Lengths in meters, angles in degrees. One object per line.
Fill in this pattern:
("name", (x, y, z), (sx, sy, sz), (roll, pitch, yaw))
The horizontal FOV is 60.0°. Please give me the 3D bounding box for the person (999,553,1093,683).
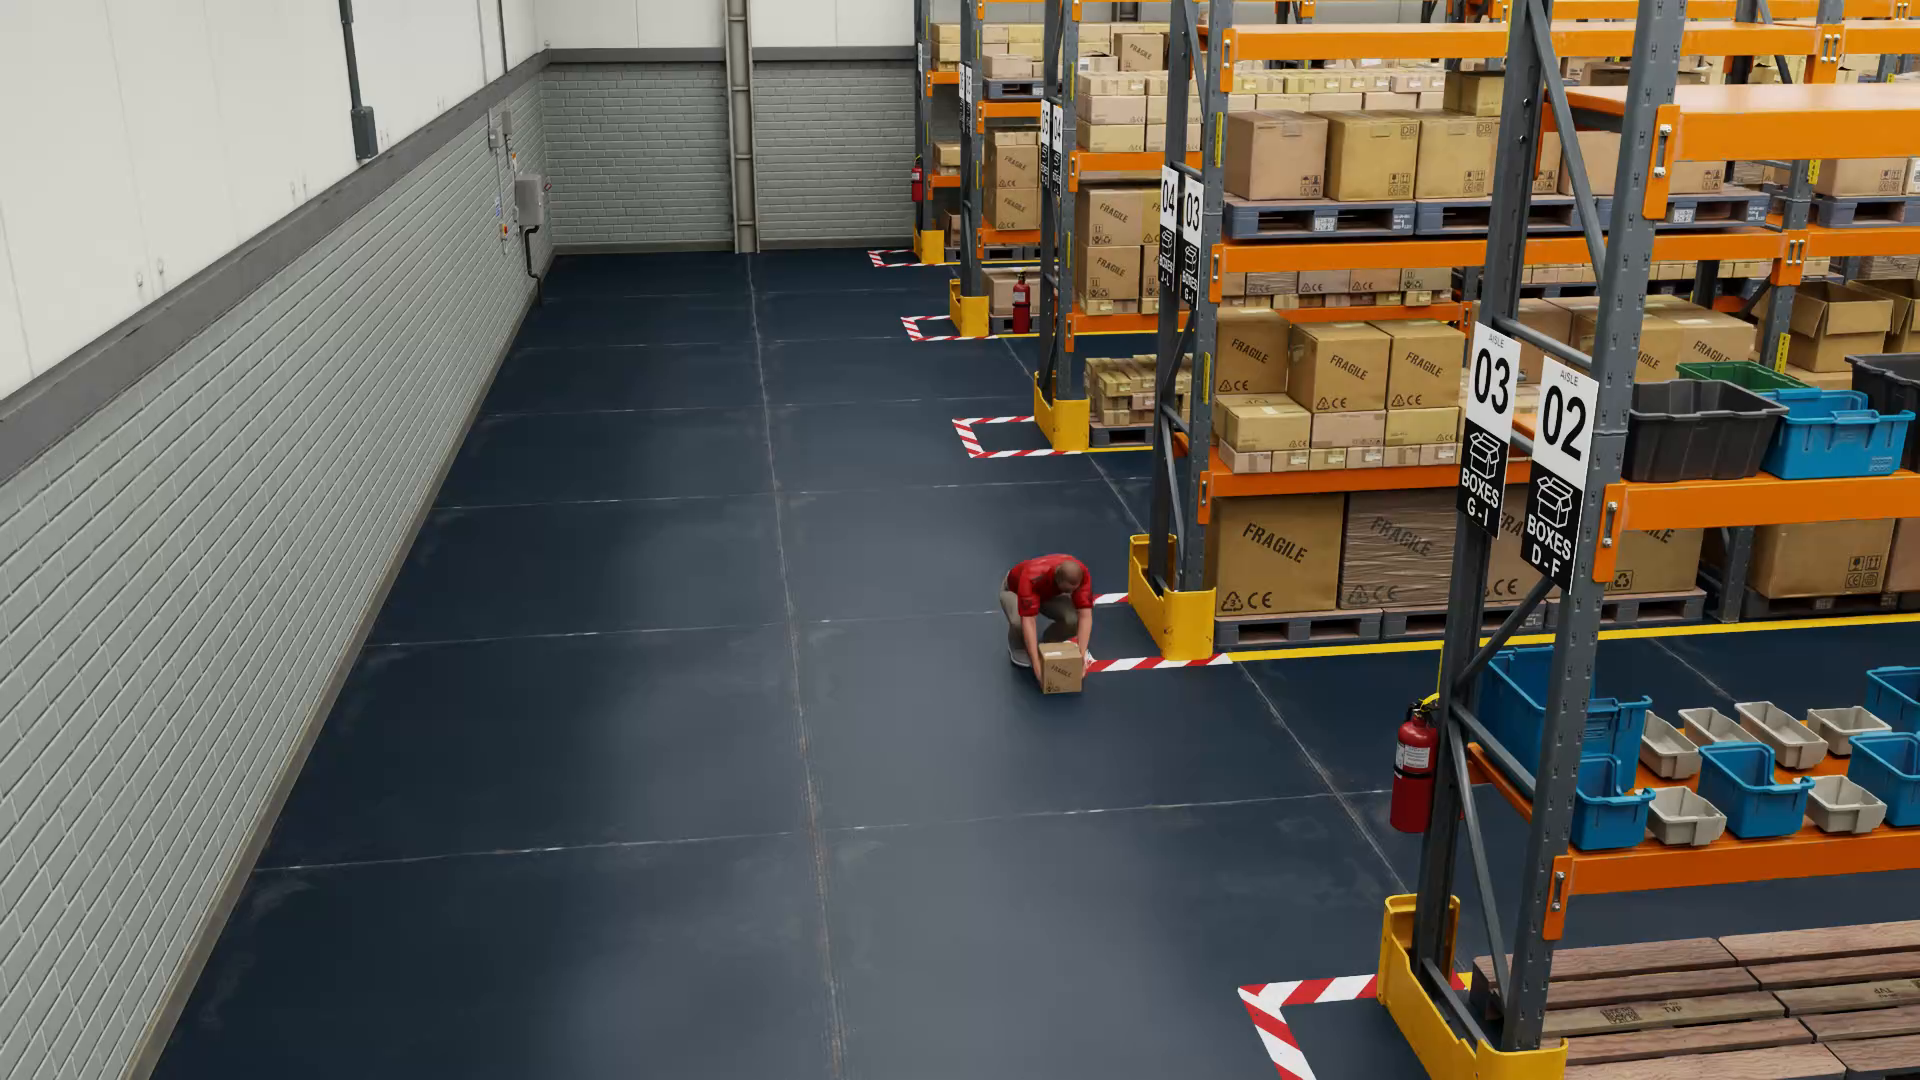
("person", (0.580, 0.439, 11.169), (0.549, 0.865, 0.880), (-5, 21, -14))
